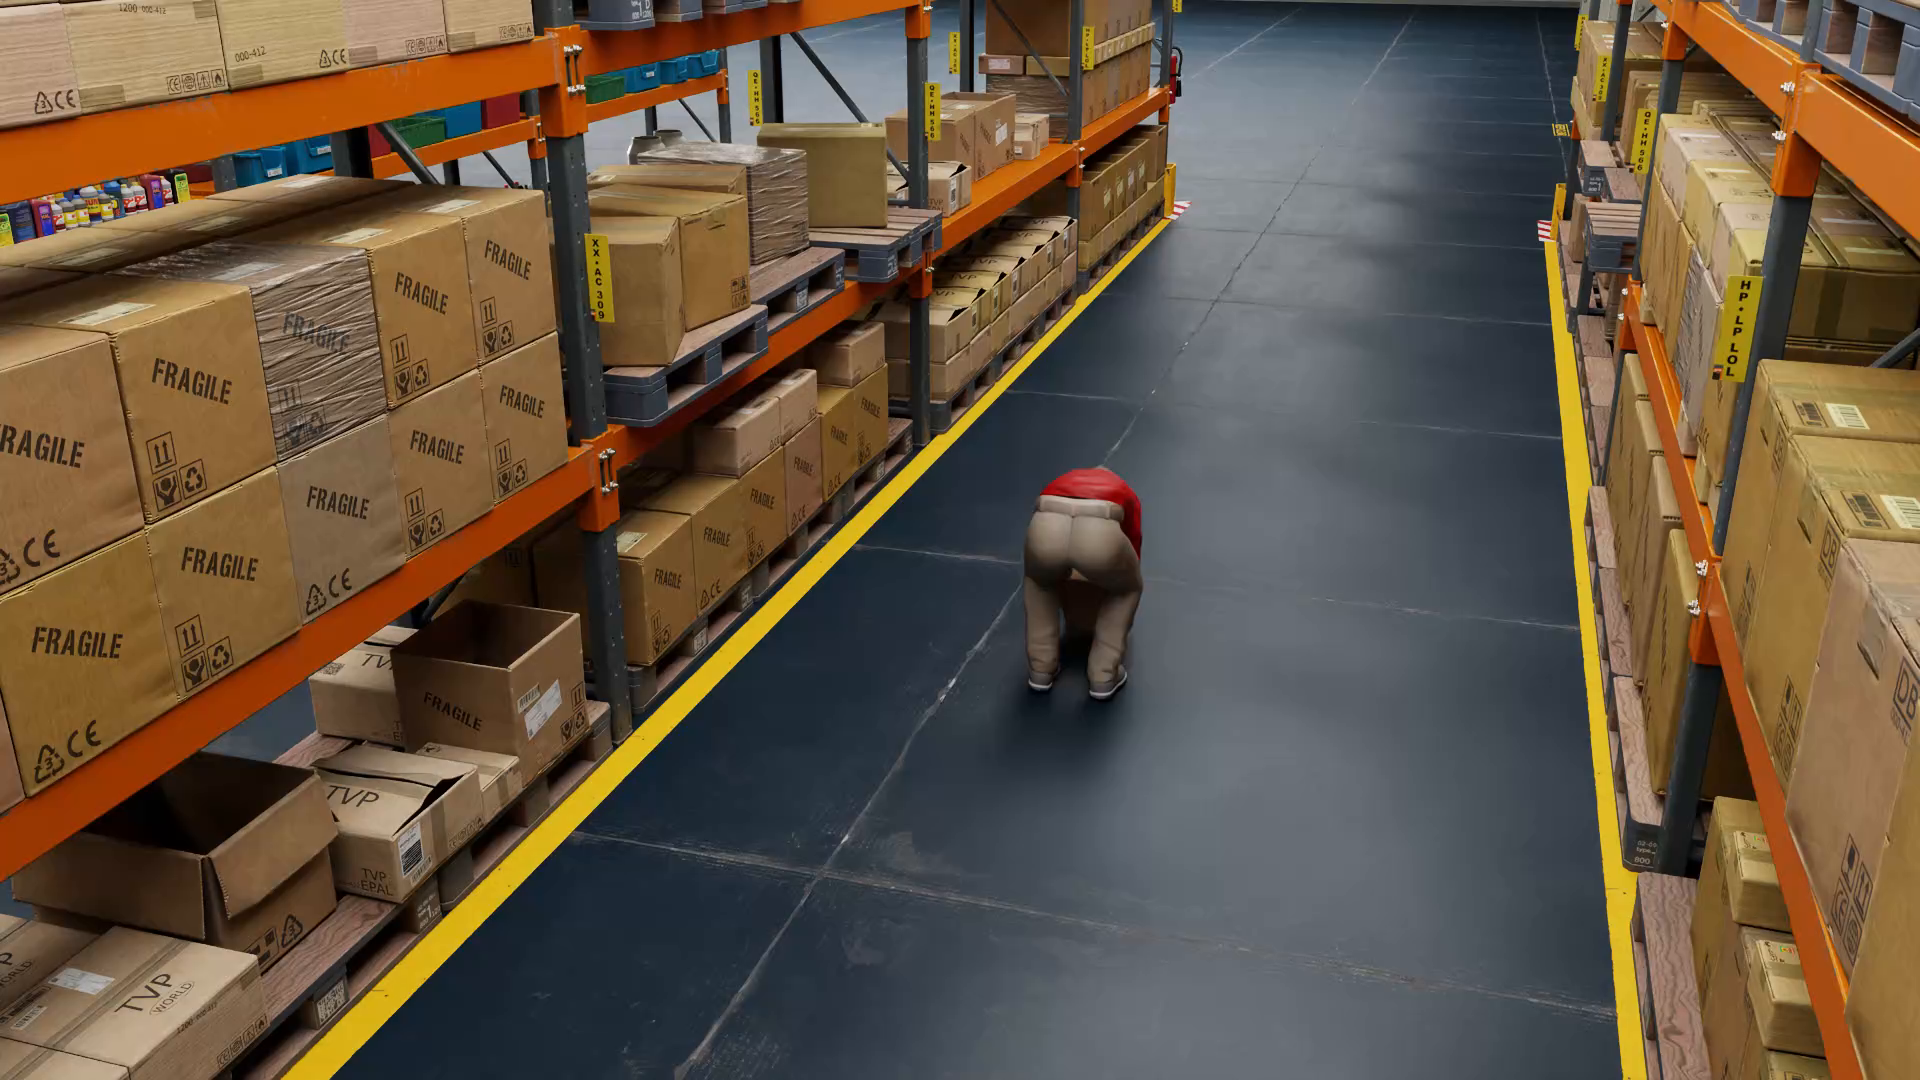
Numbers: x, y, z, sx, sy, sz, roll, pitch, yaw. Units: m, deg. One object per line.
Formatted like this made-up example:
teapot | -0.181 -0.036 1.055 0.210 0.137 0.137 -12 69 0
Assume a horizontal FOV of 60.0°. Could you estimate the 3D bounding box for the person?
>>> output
person | 0.557 0.122 7.346 0.532 0.957 0.957 5 22 13
